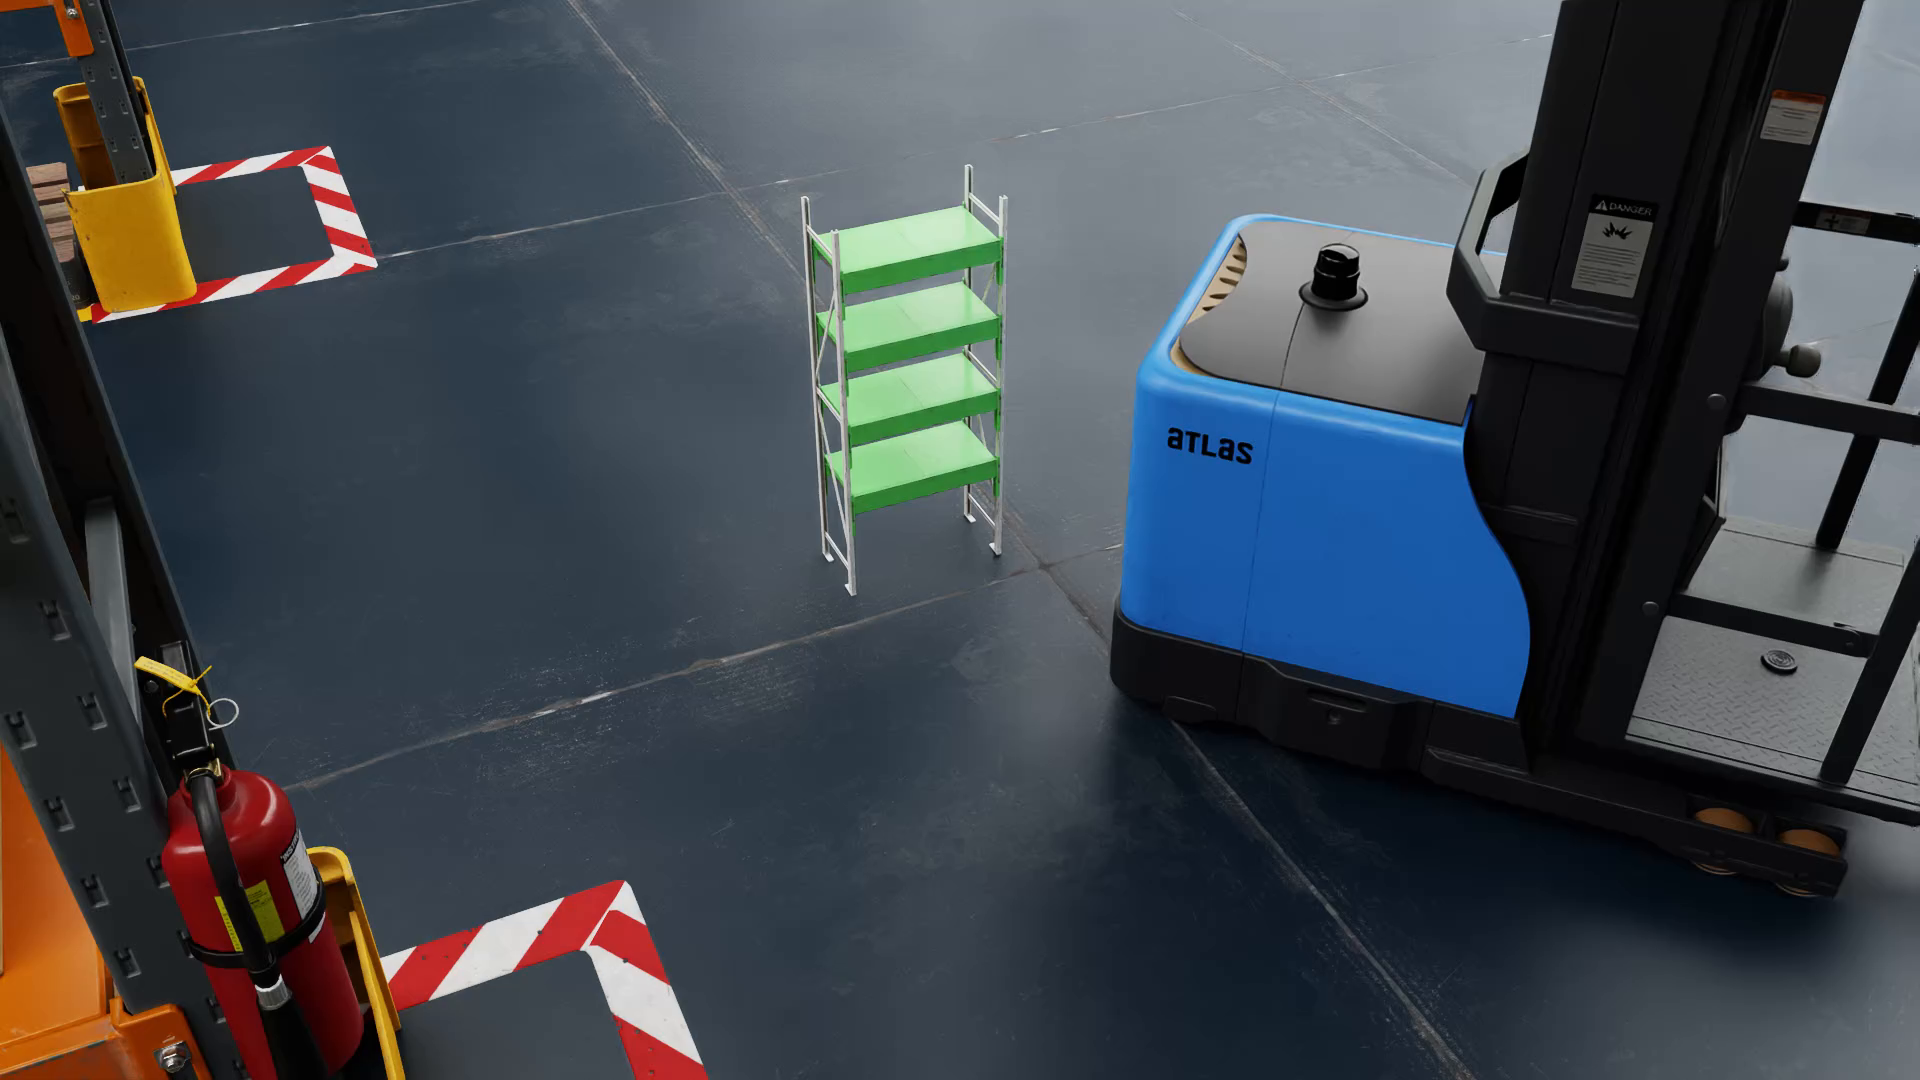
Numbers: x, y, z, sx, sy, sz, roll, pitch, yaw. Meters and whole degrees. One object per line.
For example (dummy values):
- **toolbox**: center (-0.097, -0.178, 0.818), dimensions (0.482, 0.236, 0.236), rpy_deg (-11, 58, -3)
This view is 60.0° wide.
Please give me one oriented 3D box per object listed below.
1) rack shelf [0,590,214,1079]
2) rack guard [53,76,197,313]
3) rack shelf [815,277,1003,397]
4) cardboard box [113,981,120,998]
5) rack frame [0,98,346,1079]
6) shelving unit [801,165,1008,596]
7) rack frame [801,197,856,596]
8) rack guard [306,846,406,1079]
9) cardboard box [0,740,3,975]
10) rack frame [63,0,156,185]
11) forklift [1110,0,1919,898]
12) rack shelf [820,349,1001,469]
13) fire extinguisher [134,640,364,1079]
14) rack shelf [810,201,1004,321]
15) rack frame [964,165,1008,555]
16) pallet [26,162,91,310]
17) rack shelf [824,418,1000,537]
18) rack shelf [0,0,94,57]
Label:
- **rack shelf**: center (-3.057, 0.995, 1.994), dimensions (4.000, 0.370, 1.077), rpy_deg (-16, 39, -20)
- **rack guard**: center (-3.397, -1.424, 6.750), dimensions (0.348, 0.500, 1.175), rpy_deg (-16, 39, -20)
- **rack shelf**: center (-0.150, -0.581, 4.731), dimensions (0.480, 0.148, 0.258), rpy_deg (-16, 39, -20)
- **cardboard box**: center (-1.827, 1.151, 3.135), dimensions (0.500, 0.250, 0.500), rpy_deg (-16, 39, -20)
- **rack frame**: center (-1.247, 0.200, 2.463), dimensions (0.127, 3.000, 1.000), rpy_deg (-16, 39, -20)
- **shelving unit**: center (-0.150, -0.440, 4.836), dimensions (0.503, 1.200, 0.258), rpy_deg (-16, 39, -20)
- **rack frame**: center (-0.371, -0.378, 4.753), dimensions (0.015, 1.200, 0.240), rpy_deg (-16, 39, -20)
- **rack guard**: center (-1.225, 1.198, 3.216), dimensions (0.348, 0.500, 1.175), rpy_deg (-16, 39, -20)
- **cardboard box**: center (-1.675, 0.271, 2.283), dimensions (0.500, 0.500, 0.700), rpy_deg (-16, 39, -20)
- **rack frame**: center (-3.348, -2.472, 6.065), dimensions (0.127, 3.000, 1.000), rpy_deg (-16, 39, -20)
- **forklift**: center (1.986, -0.665, 3.686), dimensions (3.031, 2.935, 1.130), rpy_deg (13, 39, 17)
- **rack shelf**: center (-0.150, -0.389, 4.874), dimensions (0.480, 0.148, 0.258), rpy_deg (-16, 39, -20)
- **fire extinguisher**: center (-0.942, 0.452, 2.188), dimensions (0.183, 0.674, 0.296), rpy_deg (-16, 39, -20)
- **rack shelf**: center (-0.150, -0.774, 4.588), dimensions (0.480, 0.148, 0.258), rpy_deg (-16, 39, -20)
- **rack frame**: center (0.071, -0.502, 4.919), dimensions (0.015, 1.200, 0.240), rpy_deg (-16, 39, -20)
- **pallet**: center (-4.134, -1.105, 6.563), dimensions (1.213, 0.211, 1.003), rpy_deg (-16, 39, -20)
- **rack shelf**: center (-0.150, -0.196, 5.017), dimensions (0.480, 0.148, 0.258), rpy_deg (-16, 39, -20)
- **rack shelf**: center (-5.158, -1.677, 5.597), dimensions (4.000, 0.370, 1.077), rpy_deg (-16, 39, -20)
